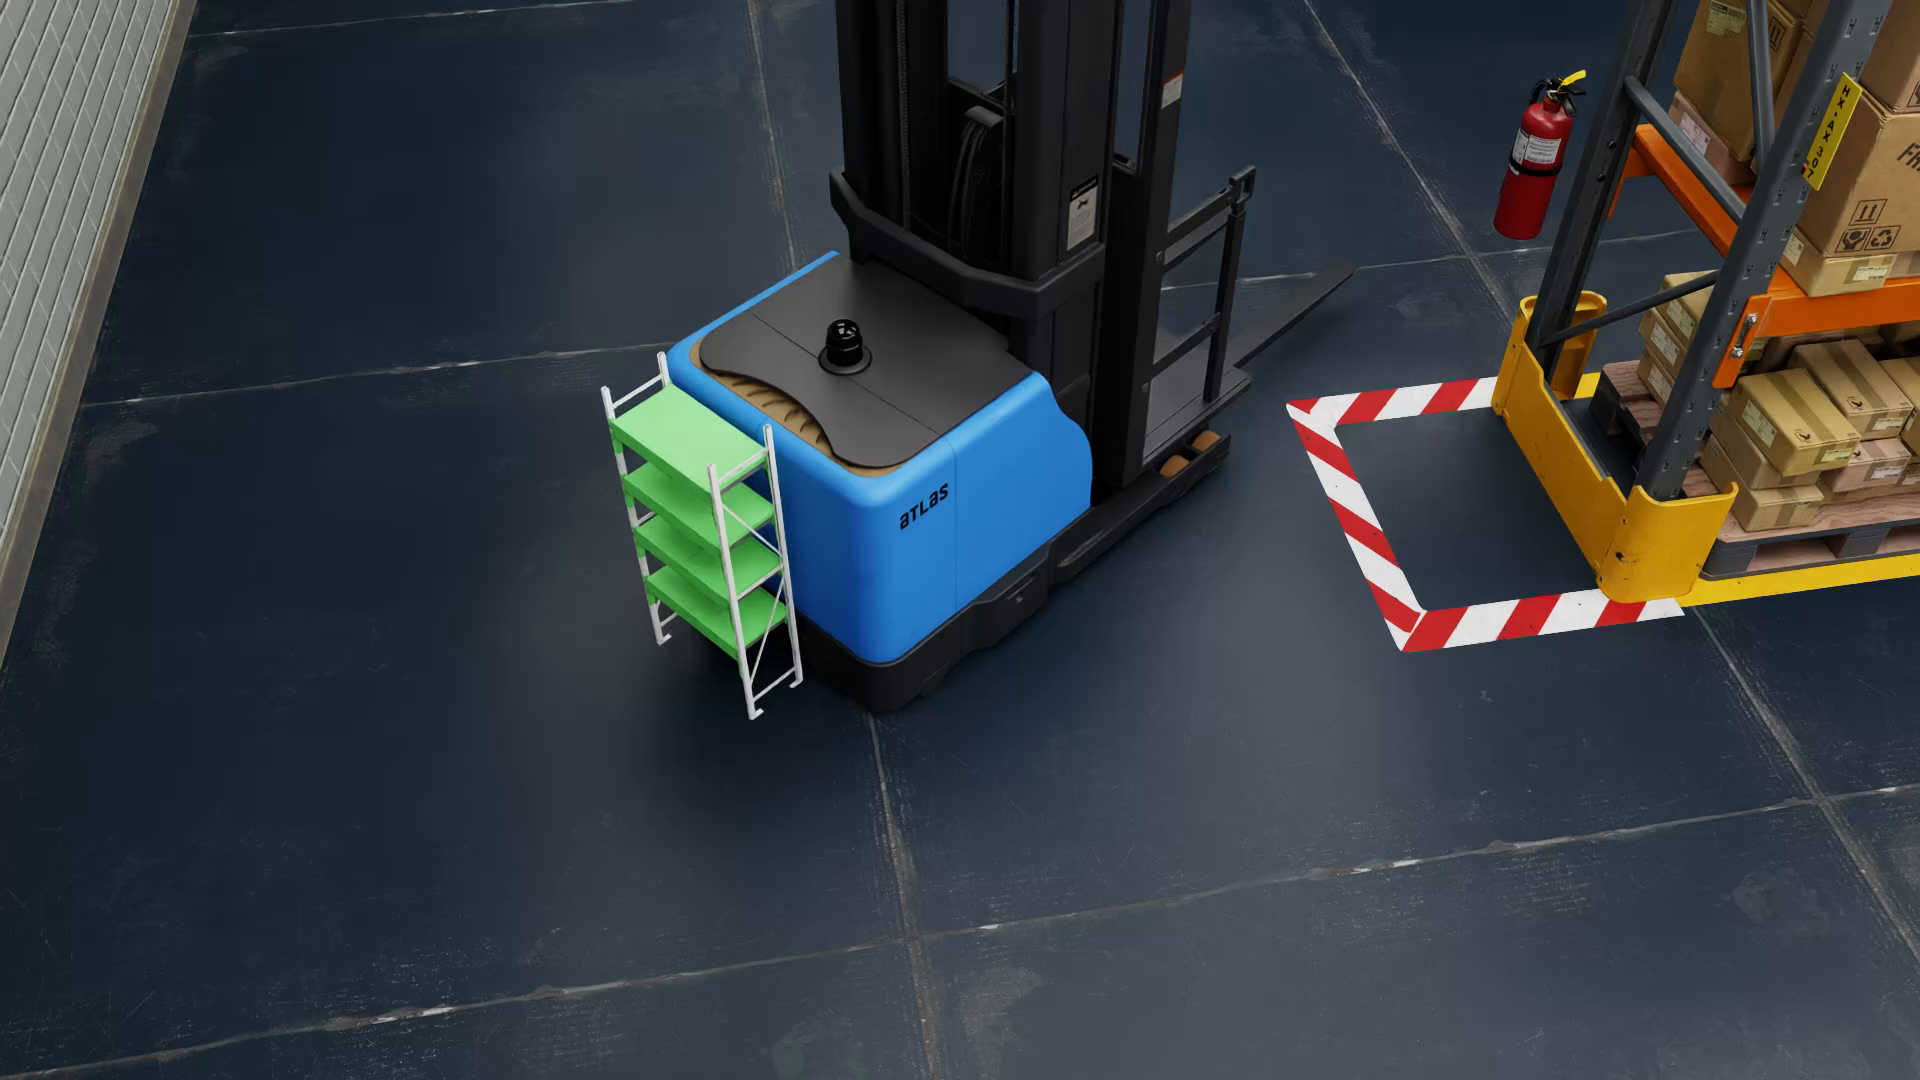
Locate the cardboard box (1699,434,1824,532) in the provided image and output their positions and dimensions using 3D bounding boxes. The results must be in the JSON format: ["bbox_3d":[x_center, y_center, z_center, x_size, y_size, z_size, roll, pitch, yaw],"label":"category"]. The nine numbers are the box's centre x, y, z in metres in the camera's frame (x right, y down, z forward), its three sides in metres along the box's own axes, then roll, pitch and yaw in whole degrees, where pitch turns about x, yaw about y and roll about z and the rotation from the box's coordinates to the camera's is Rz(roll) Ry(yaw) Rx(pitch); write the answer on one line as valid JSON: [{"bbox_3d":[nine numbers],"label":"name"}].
[{"bbox_3d":[2.920,-0.223,6.070,0.250,0.149,0.380,-6,46,-6],"label":"cardboard box"}]

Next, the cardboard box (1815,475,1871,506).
[{"bbox_3d":[3.164,-0.314,6.157,0.250,0.149,0.380,-7,47,-7],"label":"cardboard box"}]

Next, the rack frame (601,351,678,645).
[{"bbox_3d":[-0.993,-0.105,5.515,0.015,1.200,0.240,34,56,28],"label":"rack frame"}]

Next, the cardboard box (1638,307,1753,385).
[{"bbox_3d":[2.821,-0.757,6.378,0.250,0.149,0.380,-8,47,-8],"label":"cardboard box"}]

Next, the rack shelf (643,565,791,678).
[{"bbox_3d":[-0.812,0.224,5.620,0.480,0.148,0.258,34,56,28],"label":"rack shelf"}]

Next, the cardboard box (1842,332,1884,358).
[{"bbox_3d":[3.333,-0.822,6.440,0.250,0.149,0.380,-9,47,-8],"label":"cardboard box"}]

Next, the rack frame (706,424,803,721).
[{"bbox_3d":[-0.637,0.136,5.283,0.015,1.200,0.240,34,56,28],"label":"rack frame"}]

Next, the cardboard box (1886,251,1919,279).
[{"bbox_3d":[2.968,-1.010,5.315,0.250,0.149,0.380,-6,46,-5],"label":"cardboard box"}]

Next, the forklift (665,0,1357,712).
[{"bbox_3d":[0.404,-1.407,5.570,1.130,2.935,3.031,34,55,29],"label":"forklift"}]

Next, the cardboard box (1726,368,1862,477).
[{"bbox_3d":[2.924,-0.416,5.843,0.250,0.149,0.380,-9,47,-9],"label":"cardboard box"}]

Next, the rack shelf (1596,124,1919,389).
[{"bbox_3d":[4.320,-1.226,5.848,4.000,0.370,1.077,-7,46,-7],"label":"rack shelf"}]

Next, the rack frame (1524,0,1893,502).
[{"bbox_3d":[2.349,-1.230,5.352,0.127,3.000,1.000,-7,46,-7],"label":"rack frame"}]

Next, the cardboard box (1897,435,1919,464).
[{"bbox_3d":[3.415,-0.458,6.090,0.250,0.149,0.380,-7,46,-6],"label":"cardboard box"}]

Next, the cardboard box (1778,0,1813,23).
[{"bbox_3d":[2.758,-1.947,5.073,0.500,0.500,0.500,-8,47,-8],"label":"cardboard box"}]

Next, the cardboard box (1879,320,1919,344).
[{"bbox_3d":[3.585,-0.936,6.344,0.250,0.149,0.380,-9,47,-8],"label":"cardboard box"}]

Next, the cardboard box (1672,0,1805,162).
[{"bbox_3d":[2.748,-1.605,5.438,0.500,0.500,0.500,-6,46,-6],"label":"cardboard box"}]

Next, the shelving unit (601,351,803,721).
[{"bbox_3d":[-0.815,0.015,5.399,0.503,1.200,0.258,34,56,28],"label":"shelving unit"}]

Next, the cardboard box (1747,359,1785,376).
[{"bbox_3d":[3.088,-0.751,6.372,0.250,0.149,0.380,-8,47,-8],"label":"cardboard box"}]

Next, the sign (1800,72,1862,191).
[{"bbox_3d":[2.442,-1.145,4.669,0.005,0.325,0.100,-7,46,-7],"label":"sign"}]

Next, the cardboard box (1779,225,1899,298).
[{"bbox_3d":[2.725,-0.950,5.257,0.250,0.149,0.380,-7,47,-7],"label":"cardboard box"}]

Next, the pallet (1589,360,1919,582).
[{"bbox_3d":[3.231,-0.346,6.437,1.213,0.211,1.003,-7,46,-7],"label":"pallet"}]

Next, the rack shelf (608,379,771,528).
[{"bbox_3d":[-0.819,-0.270,5.096,0.480,0.148,0.258,34,56,28],"label":"rack shelf"}]

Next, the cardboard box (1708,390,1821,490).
[{"bbox_3d":[2.910,-0.372,6.007,0.250,0.149,0.380,-5,46,-5],"label":"cardboard box"}]

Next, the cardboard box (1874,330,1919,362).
[{"bbox_3d":[3.615,-0.782,6.402,0.250,0.149,0.380,-8,47,-7],"label":"cardboard box"}]

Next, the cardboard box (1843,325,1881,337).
[{"bbox_3d":[3.319,-0.950,6.357,0.250,0.149,0.380,-8,47,-8],"label":"cardboard box"}]

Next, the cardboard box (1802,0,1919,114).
[{"bbox_3d":[2.837,-1.581,4.720,0.500,0.500,0.500,-7,47,-7],"label":"cardboard box"}]

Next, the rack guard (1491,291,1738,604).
[{"bbox_3d":[2.424,-0.372,6.261,0.348,0.500,1.175,-7,46,-7],"label":"rack guard"}]

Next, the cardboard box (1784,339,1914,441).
[{"bbox_3d":[3.175,-0.535,5.958,0.250,0.149,0.380,-6,46,-6],"label":"cardboard box"}]

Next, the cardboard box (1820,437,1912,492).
[{"bbox_3d":[3.189,-0.365,6.000,0.250,0.149,0.380,-7,47,-7],"label":"cardboard box"}]

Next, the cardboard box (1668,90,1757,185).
[{"bbox_3d":[2.623,-1.383,5.674,0.250,0.149,0.380,-7,46,-7],"label":"cardboard box"}]

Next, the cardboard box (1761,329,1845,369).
[{"bbox_3d":[3.085,-0.828,6.239,0.250,0.149,0.380,-6,46,-6],"label":"cardboard box"}]

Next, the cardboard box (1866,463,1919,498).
[{"bbox_3d":[3.408,-0.349,6.191,0.250,0.149,0.380,-7,46,-6],"label":"cardboard box"}]

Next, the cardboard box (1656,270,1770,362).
[{"bbox_3d":[2.828,-0.838,6.249,0.250,0.149,0.380,-7,46,-6],"label":"cardboard box"}]

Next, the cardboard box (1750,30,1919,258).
[{"bbox_3d":[2.839,-1.227,5.073,0.500,0.500,0.500,-5,46,-5],"label":"cardboard box"}]

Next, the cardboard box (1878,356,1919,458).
[{"bbox_3d":[3.445,-0.475,5.900,0.250,0.149,0.380,-7,47,-7],"label":"cardboard box"}]

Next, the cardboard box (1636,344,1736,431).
[{"bbox_3d":[2.833,-0.599,6.432,0.250,0.149,0.380,-6,46,-6],"label":"cardboard box"}]

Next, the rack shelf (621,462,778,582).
[{"bbox_3d":[-0.817,-0.105,5.271,0.480,0.148,0.258,34,56,28],"label":"rack shelf"}]

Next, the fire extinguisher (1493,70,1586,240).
[{"bbox_3d":[2.023,-1.370,5.800,0.183,0.674,0.296,-7,46,-7],"label":"fire extinguisher"}]

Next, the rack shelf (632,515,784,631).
[{"bbox_3d":[-0.814,0.059,5.446,0.480,0.148,0.258,34,56,28],"label":"rack shelf"}]
